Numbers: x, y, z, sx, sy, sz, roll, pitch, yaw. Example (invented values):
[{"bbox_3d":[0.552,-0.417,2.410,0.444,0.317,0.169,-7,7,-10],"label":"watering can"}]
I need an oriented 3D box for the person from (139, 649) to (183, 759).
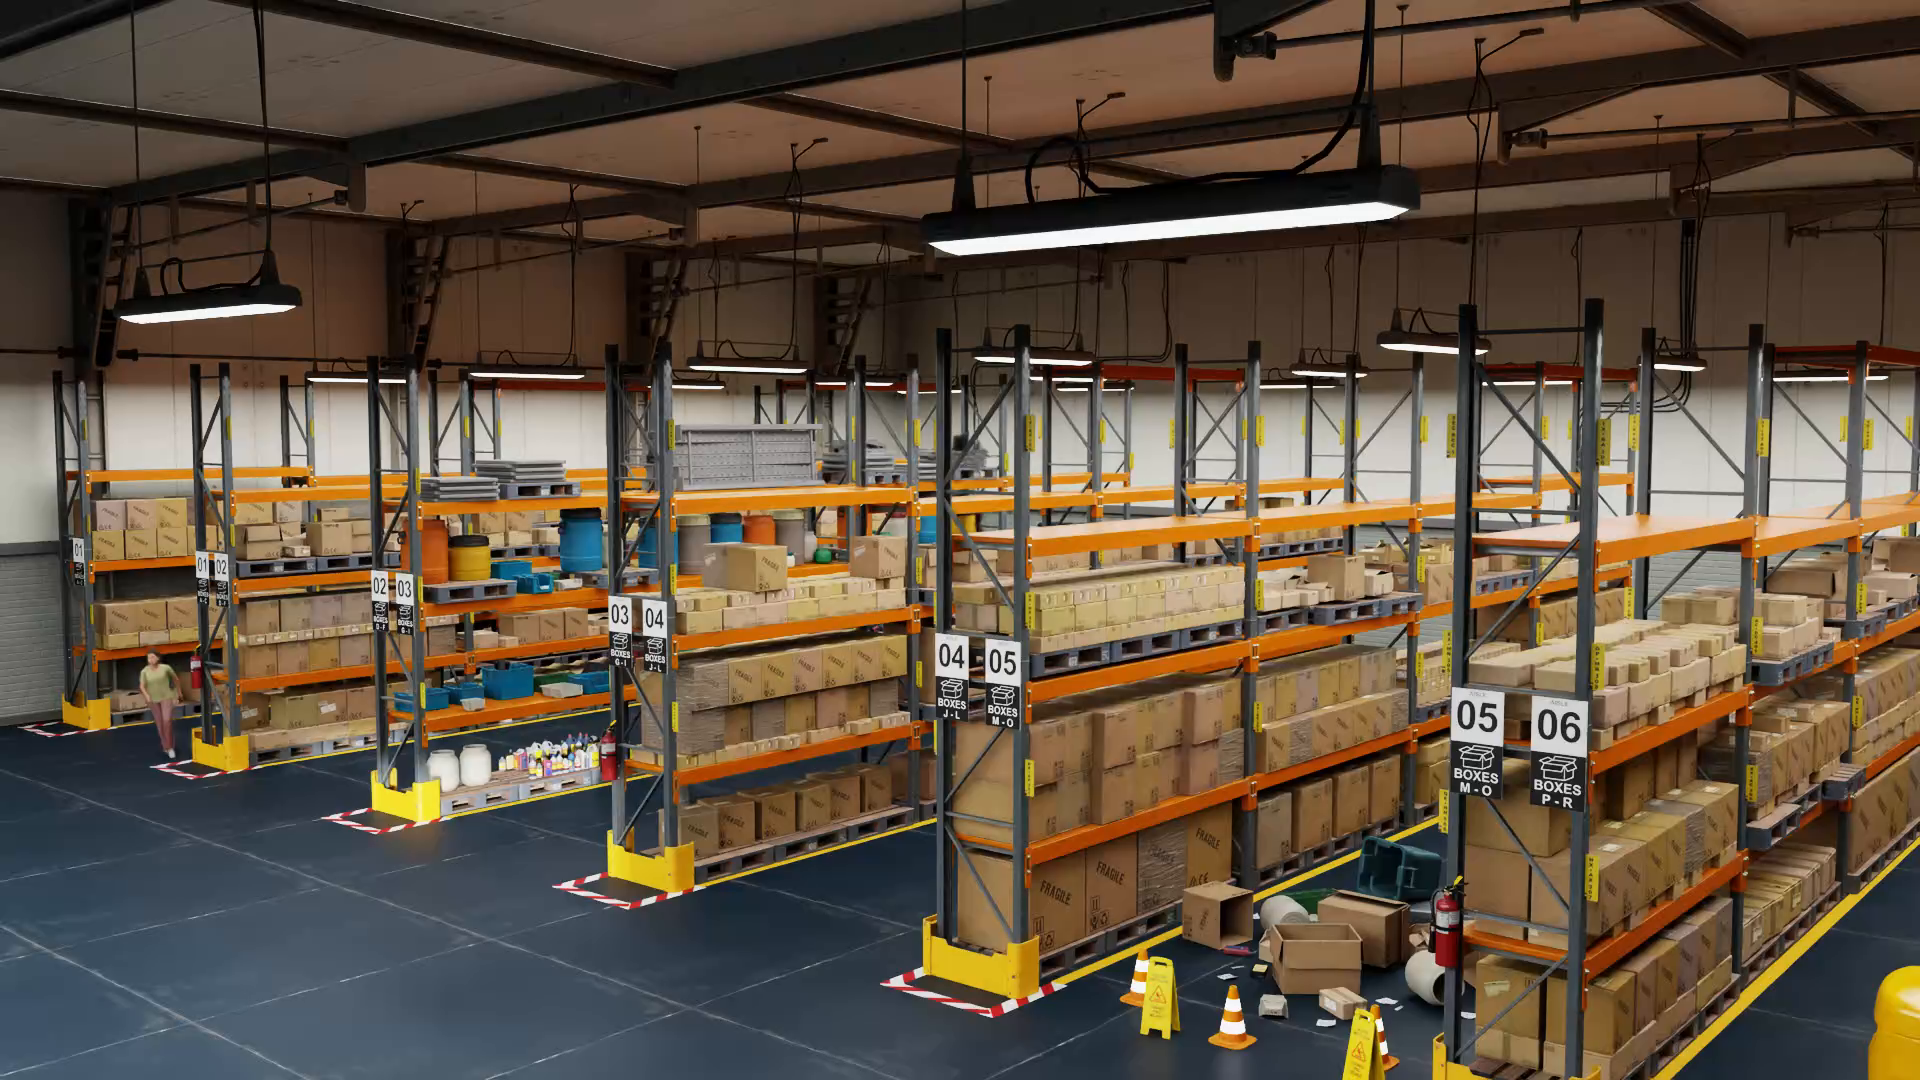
[{"bbox_3d":[-12.246,2.490,25.468,0.571,1.676,0.693,-1,4,-18],"label":"person"}]

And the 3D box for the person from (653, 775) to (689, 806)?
[{"bbox_3d":[-3.804,2.713,21.908,0.710,1.698,0.794,3,5,35],"label":"person"}]
